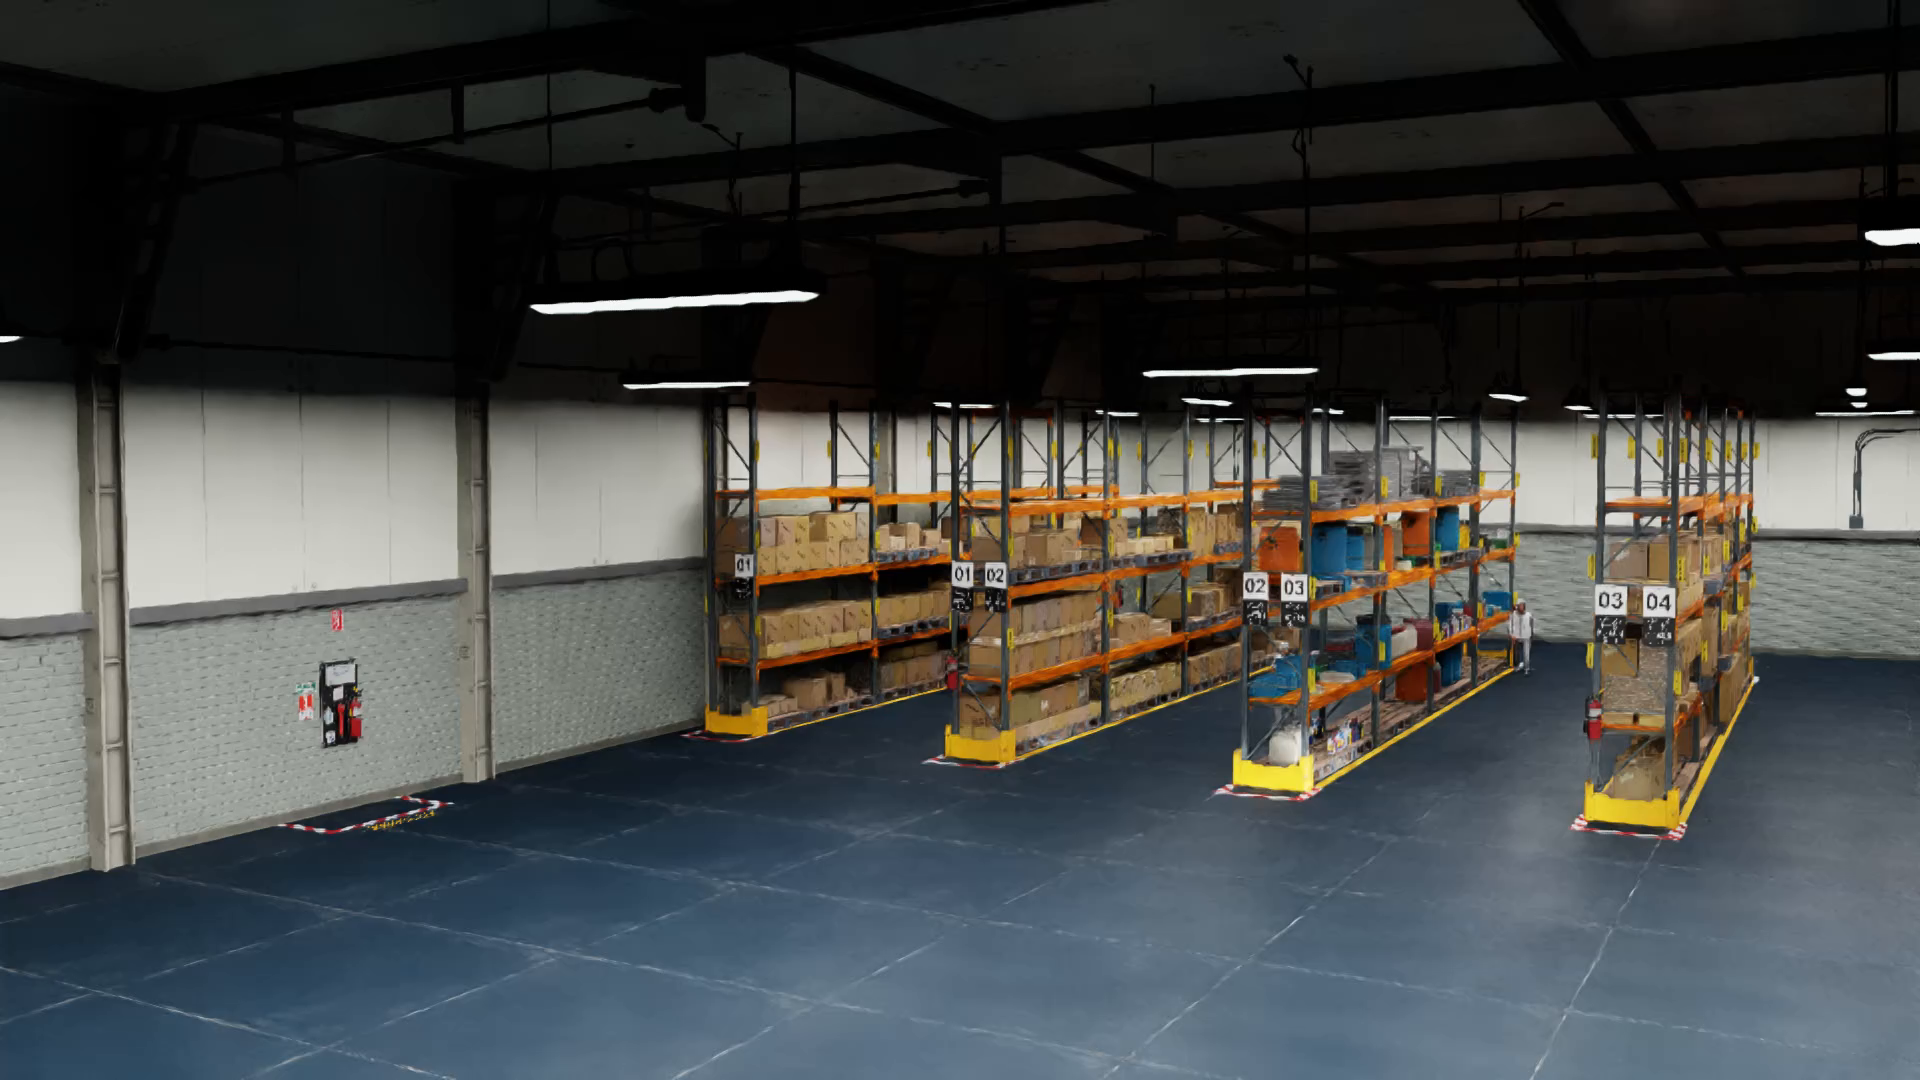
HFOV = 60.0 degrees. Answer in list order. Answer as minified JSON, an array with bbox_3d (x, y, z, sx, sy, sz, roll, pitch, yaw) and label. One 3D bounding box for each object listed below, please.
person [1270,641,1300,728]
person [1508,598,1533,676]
[{"bbox_3d":[5.825,2.601,29.692,0.625,1.611,0.557,2,3,27],"label":"person"},{"bbox_3d":[12.445,2.142,36.937,0.538,1.715,1.029,1,3,20],"label":"person"}]
